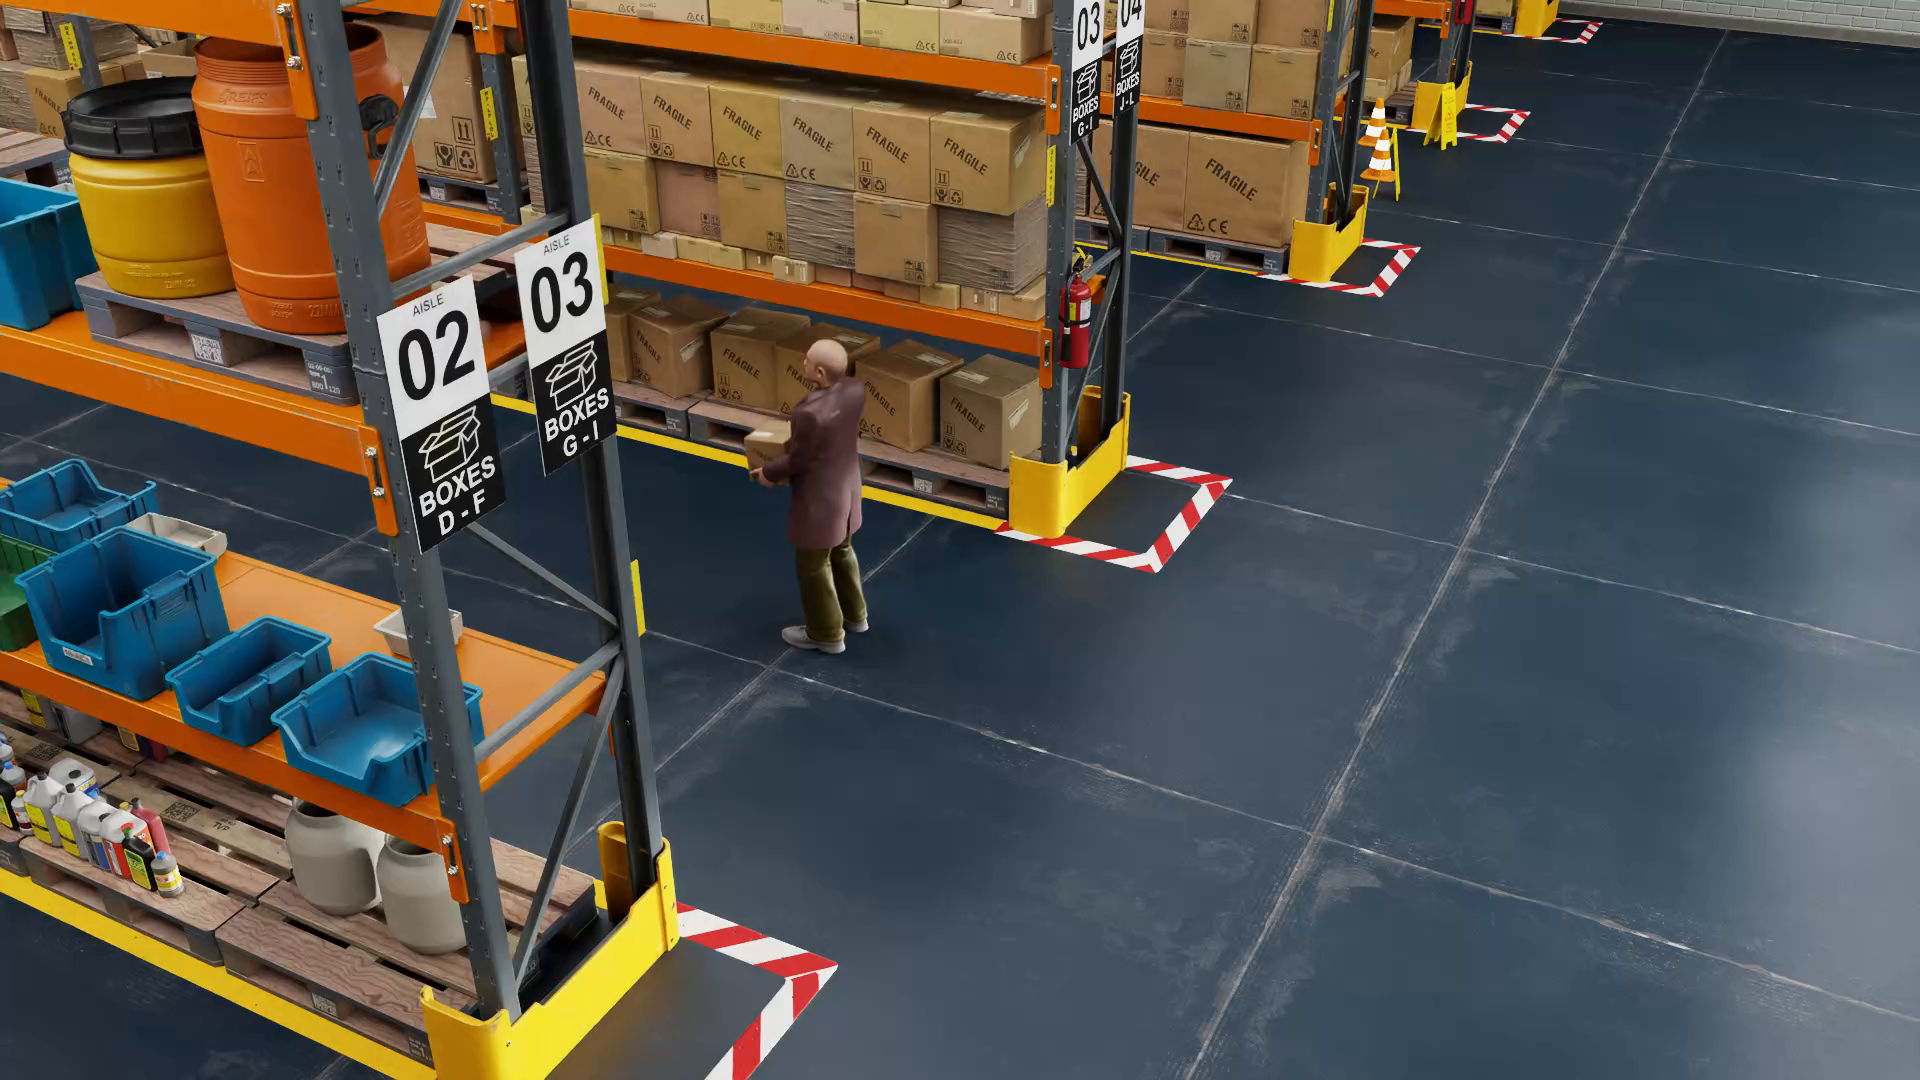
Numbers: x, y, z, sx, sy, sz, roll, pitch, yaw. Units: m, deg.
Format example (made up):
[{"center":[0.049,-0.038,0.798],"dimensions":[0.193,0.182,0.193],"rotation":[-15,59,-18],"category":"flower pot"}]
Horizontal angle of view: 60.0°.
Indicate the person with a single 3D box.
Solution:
[{"center":[-0.797,-0.262,8.771],"dimensions":[0.554,1.774,0.533],"rotation":[14,33,23],"category":"person"}]
